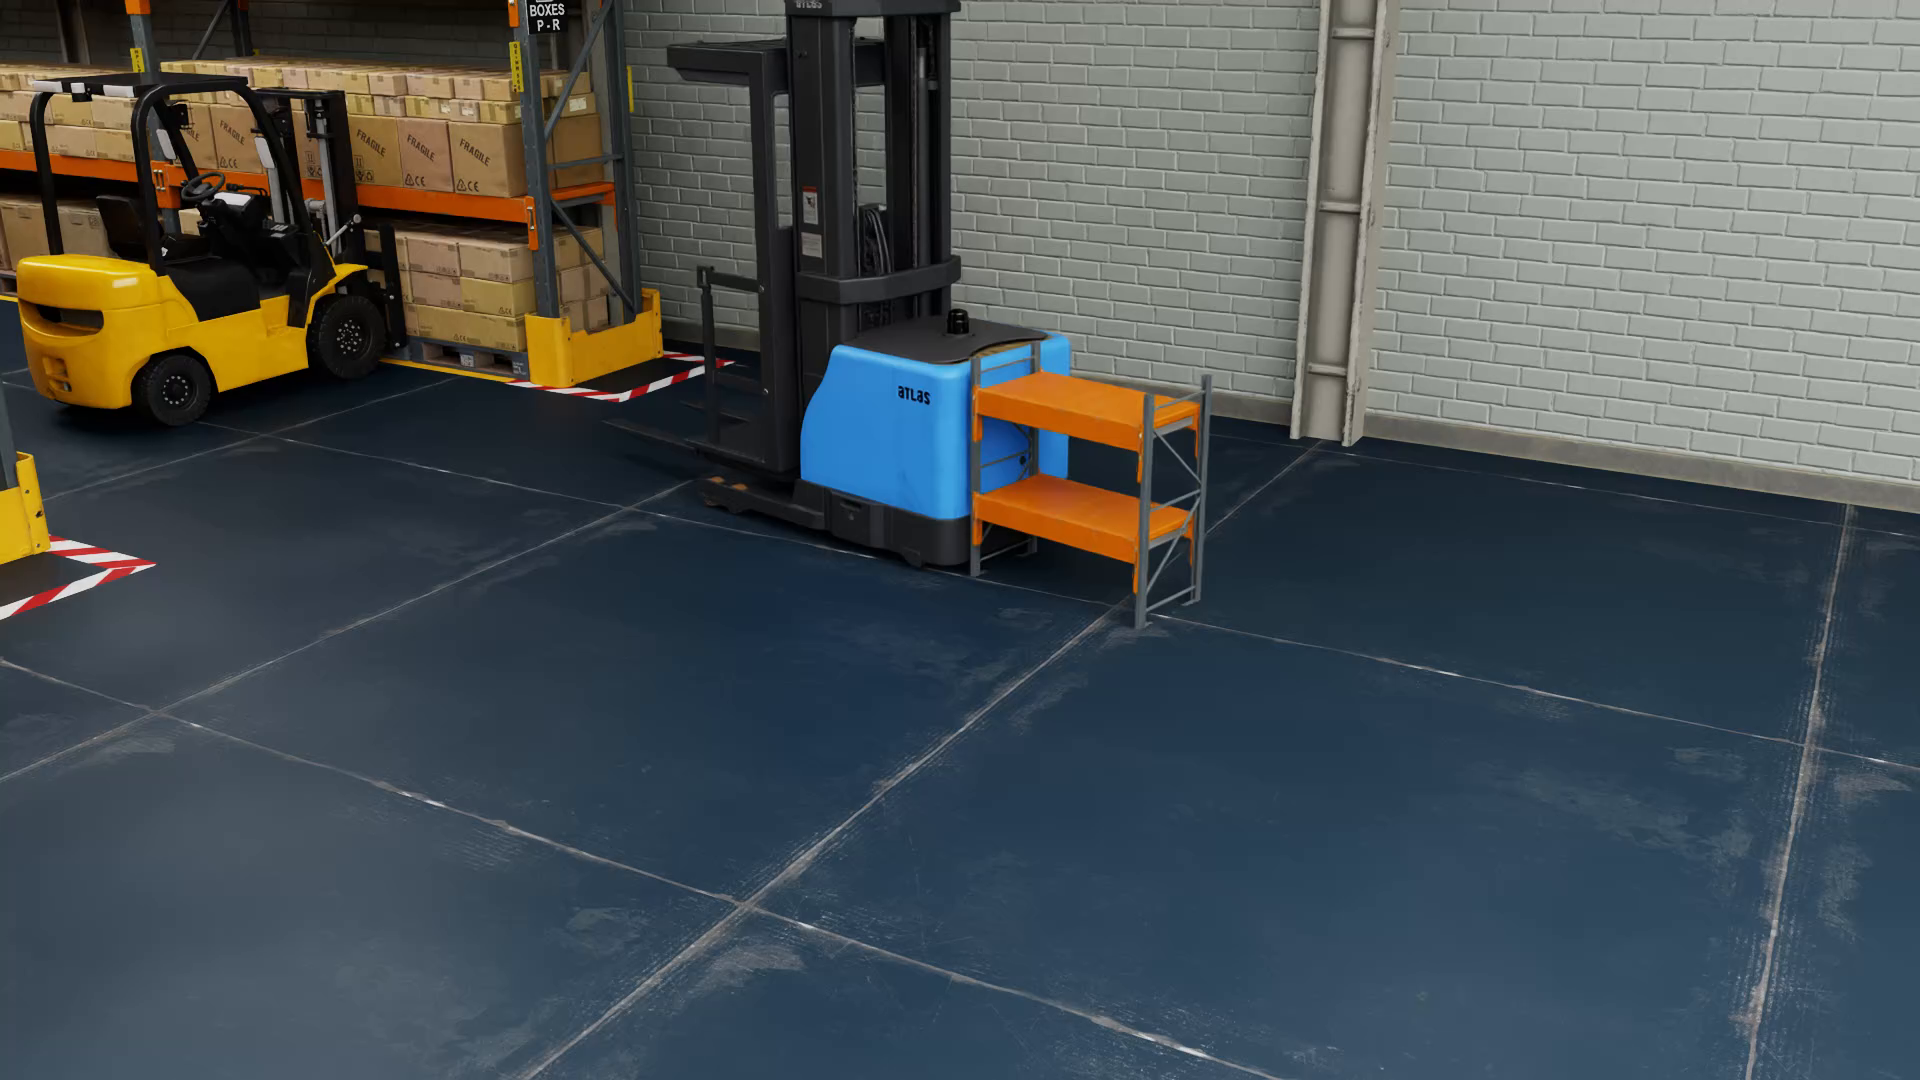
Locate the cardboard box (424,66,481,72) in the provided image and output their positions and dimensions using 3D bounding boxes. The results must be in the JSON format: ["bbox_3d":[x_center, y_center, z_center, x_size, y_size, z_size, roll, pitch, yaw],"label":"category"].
[{"bbox_3d":[-3.798,-3.478,12.519,0.250,0.149,0.380,12,23,29],"label":"cardboard box"}]

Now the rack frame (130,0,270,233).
[{"bbox_3d":[-6.201,-3.356,13.719,0.127,3.000,1.000,11,23,27],"label":"rack frame"}]

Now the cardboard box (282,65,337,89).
[{"bbox_3d":[-4.904,-3.516,12.625,0.250,0.149,0.380,11,23,27],"label":"cardboard box"}]

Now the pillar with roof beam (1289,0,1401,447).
[{"bbox_3d":[0.261,-3.616,5.637,0.400,9.000,9.100,11,23,27],"label":"pillar with roof beam"}]

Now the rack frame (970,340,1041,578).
[{"bbox_3d":[0.227,-0.405,8.331,0.032,1.125,0.500,17,26,39],"label":"rack frame"}]

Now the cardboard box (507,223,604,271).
[{"bbox_3d":[-3.036,-2.202,12.487,0.500,0.250,0.500,10,22,26],"label":"cardboard box"}]

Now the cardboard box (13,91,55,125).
[{"bbox_3d":[-7.650,-3.696,14.143,0.500,0.250,0.500,11,23,28],"label":"cardboard box"}]

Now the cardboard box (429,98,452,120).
[{"bbox_3d":[-3.583,-3.112,11.948,0.250,0.149,0.380,11,23,28],"label":"cardboard box"}]

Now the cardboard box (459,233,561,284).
[{"bbox_3d":[-3.263,-2.050,12.067,0.500,0.250,0.500,12,23,29],"label":"cardboard box"}]

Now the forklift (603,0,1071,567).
[{"bbox_3d":[-0.845,-1.642,9.095,3.031,2.935,1.130,17,26,39],"label":"forklift"}]

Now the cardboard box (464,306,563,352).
[{"bbox_3d":[-3.273,-1.580,12.238,0.500,0.250,0.500,11,23,28],"label":"cardboard box"}]

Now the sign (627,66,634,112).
[{"bbox_3d":[-2.433,-3.299,12.177,0.005,0.325,0.100,11,23,27],"label":"sign"}]

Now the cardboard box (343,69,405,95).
[{"bbox_3d":[-4.288,-3.362,12.201,0.250,0.149,0.380,11,23,28],"label":"cardboard box"}]

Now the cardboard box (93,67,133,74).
[{"bbox_3d":[-7.268,-4.018,14.445,0.250,0.149,0.380,11,23,27],"label":"cardboard box"}]

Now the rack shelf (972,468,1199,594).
[{"bbox_3d":[0.607,-0.060,8.098,1.000,0.278,0.538,17,26,39],"label":"rack shelf"}]

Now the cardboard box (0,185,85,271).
[{"bbox_3d":[-8.581,-2.888,15.296,0.625,0.625,0.875,12,23,29],"label":"cardboard box"}]

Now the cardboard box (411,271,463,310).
[{"bbox_3d":[-3.719,-1.905,12.402,0.500,0.250,0.500,11,22,27],"label":"cardboard box"}]

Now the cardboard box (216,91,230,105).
[{"bbox_3d":[-5.583,-3.499,13.015,0.250,0.149,0.380,11,23,27],"label":"cardboard box"}]

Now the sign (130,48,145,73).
[{"bbox_3d":[-6.457,-3.700,13.085,0.005,0.325,0.100,11,23,27],"label":"sign"}]

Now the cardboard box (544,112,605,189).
[{"bbox_3d":[-3.006,-2.903,12.323,0.500,0.500,0.500,12,23,29],"label":"cardboard box"}]

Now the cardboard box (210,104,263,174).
[{"bbox_3d":[-5.478,-3.170,13.059,0.500,0.500,0.500,11,23,28],"label":"cardboard box"}]

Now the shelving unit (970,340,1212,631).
[{"bbox_3d":[0.607,-0.290,8.015,1.048,1.125,0.538,17,26,39],"label":"shelving unit"}]

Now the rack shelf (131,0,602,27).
[{"bbox_3d":[-4.455,-4.096,12.413,4.000,0.370,1.077,11,23,27],"label":"rack shelf"}]

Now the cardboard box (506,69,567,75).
[{"bbox_3d":[-3.100,-3.365,12.209,0.250,0.149,0.380,12,23,29],"label":"cardboard box"}]

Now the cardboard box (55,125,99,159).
[{"bbox_3d":[-7.210,-3.374,13.987,0.500,0.250,0.500,11,22,27],"label":"cardboard box"}]

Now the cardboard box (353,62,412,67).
[{"bbox_3d":[-4.467,-3.611,12.887,0.250,0.149,0.380,12,23,29],"label":"cardboard box"}]

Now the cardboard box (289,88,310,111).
[{"bbox_3d":[-4.948,-3.355,12.619,0.250,0.149,0.380,10,22,26],"label":"cardboard box"}]

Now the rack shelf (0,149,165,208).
[{"bbox_3d":[-7.947,-3.351,14.758,4.000,0.370,1.077,11,23,27],"label":"rack shelf"}]

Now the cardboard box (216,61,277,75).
[{"bbox_3d":[-5.568,-3.650,12.996,0.250,0.149,0.380,10,22,26],"label":"cardboard box"}]

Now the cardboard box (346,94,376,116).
[{"bbox_3d":[-4.280,-3.223,12.254,0.250,0.149,0.380,11,23,28],"label":"cardboard box"}]

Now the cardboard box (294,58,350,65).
[{"bbox_3d":[-5.089,-3.768,13.319,0.250,0.149,0.380,10,22,26],"label":"cardboard box"}]

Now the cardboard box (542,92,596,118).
[{"bbox_3d":[-2.879,-3.177,12.126,0.250,0.149,0.380,10,22,26],"label":"cardboard box"}]

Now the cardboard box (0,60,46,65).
[{"bbox_3d":[-8.583,-4.288,15.190,0.250,0.149,0.380,10,22,26],"label":"cardboard box"}]

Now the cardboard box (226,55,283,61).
[{"bbox_3d":[-5.775,-3.885,13.642,0.250,0.149,0.380,11,23,27],"label":"cardboard box"}]

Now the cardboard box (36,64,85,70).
[{"bbox_3d":[-7.961,-4.130,14.754,0.250,0.149,0.380,12,23,29],"label":"cardboard box"}]

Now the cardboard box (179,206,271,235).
[{"bbox_3d":[-5.932,-2.557,13.466,0.500,0.250,0.500,10,22,26],"label":"cardboard box"}]

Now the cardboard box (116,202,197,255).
[{"bbox_3d":[-6.662,-2.521,14.282,0.625,0.625,0.875,12,23,30],"label":"cardboard box"}]

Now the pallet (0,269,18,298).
[{"bbox_3d":[-7.932,-2.359,15.058,1.213,0.211,1.003,11,23,27],"label":"pallet"}]

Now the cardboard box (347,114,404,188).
[{"bbox_3d":[-4.163,-2.916,12.358,0.500,0.500,0.500,10,22,26],"label":"cardboard box"}]

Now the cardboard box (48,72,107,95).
[{"bbox_3d":[-7.324,-3.797,13.836,0.250,0.149,0.380,10,22,26],"label":"cardboard box"}]

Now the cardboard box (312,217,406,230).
[{"bbox_3d":[-4.596,-2.300,12.758,0.500,0.250,0.500,10,22,26],"label":"cardboard box"}]

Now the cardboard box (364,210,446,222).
[{"bbox_3d":[-4.350,-2.458,13.192,0.500,0.250,0.500,10,22,26],"label":"cardboard box"}]

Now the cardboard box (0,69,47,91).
[{"bbox_3d":[-8.007,-3.924,14.185,0.250,0.149,0.380,10,22,26],"label":"cardboard box"}]

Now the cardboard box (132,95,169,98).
[{"bbox_3d":[-6.607,-3.699,13.566,0.250,0.149,0.380,12,23,29],"label":"cardboard box"}]

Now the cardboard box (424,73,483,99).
[{"bbox_3d":[-3.597,-3.247,11.883,0.250,0.149,0.380,11,23,28],"label":"cardboard box"}]
